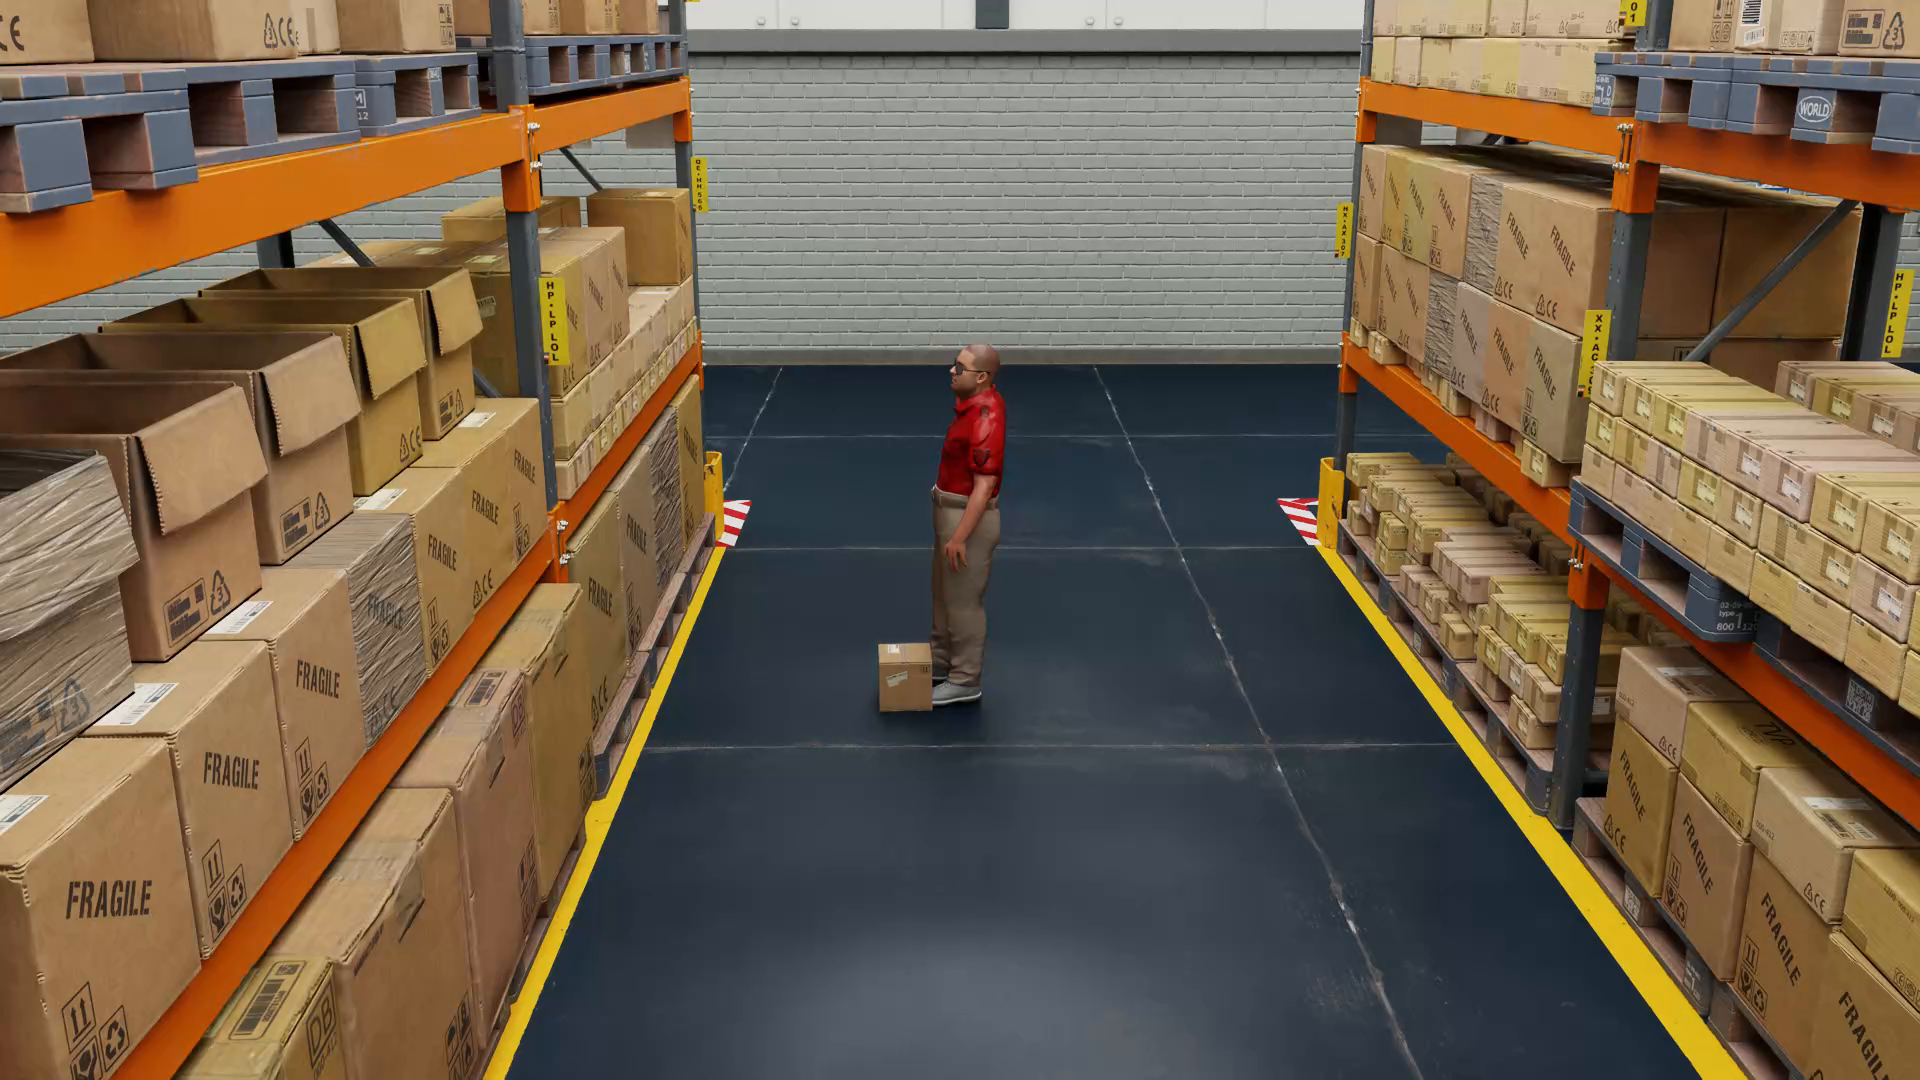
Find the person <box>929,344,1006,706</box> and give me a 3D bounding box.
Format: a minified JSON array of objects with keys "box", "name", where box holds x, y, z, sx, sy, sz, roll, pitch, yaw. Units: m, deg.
[{"box":[-0.060,-0.069,7.771,0.551,1.727,0.640,0,17,-1],"name":"person"}]
